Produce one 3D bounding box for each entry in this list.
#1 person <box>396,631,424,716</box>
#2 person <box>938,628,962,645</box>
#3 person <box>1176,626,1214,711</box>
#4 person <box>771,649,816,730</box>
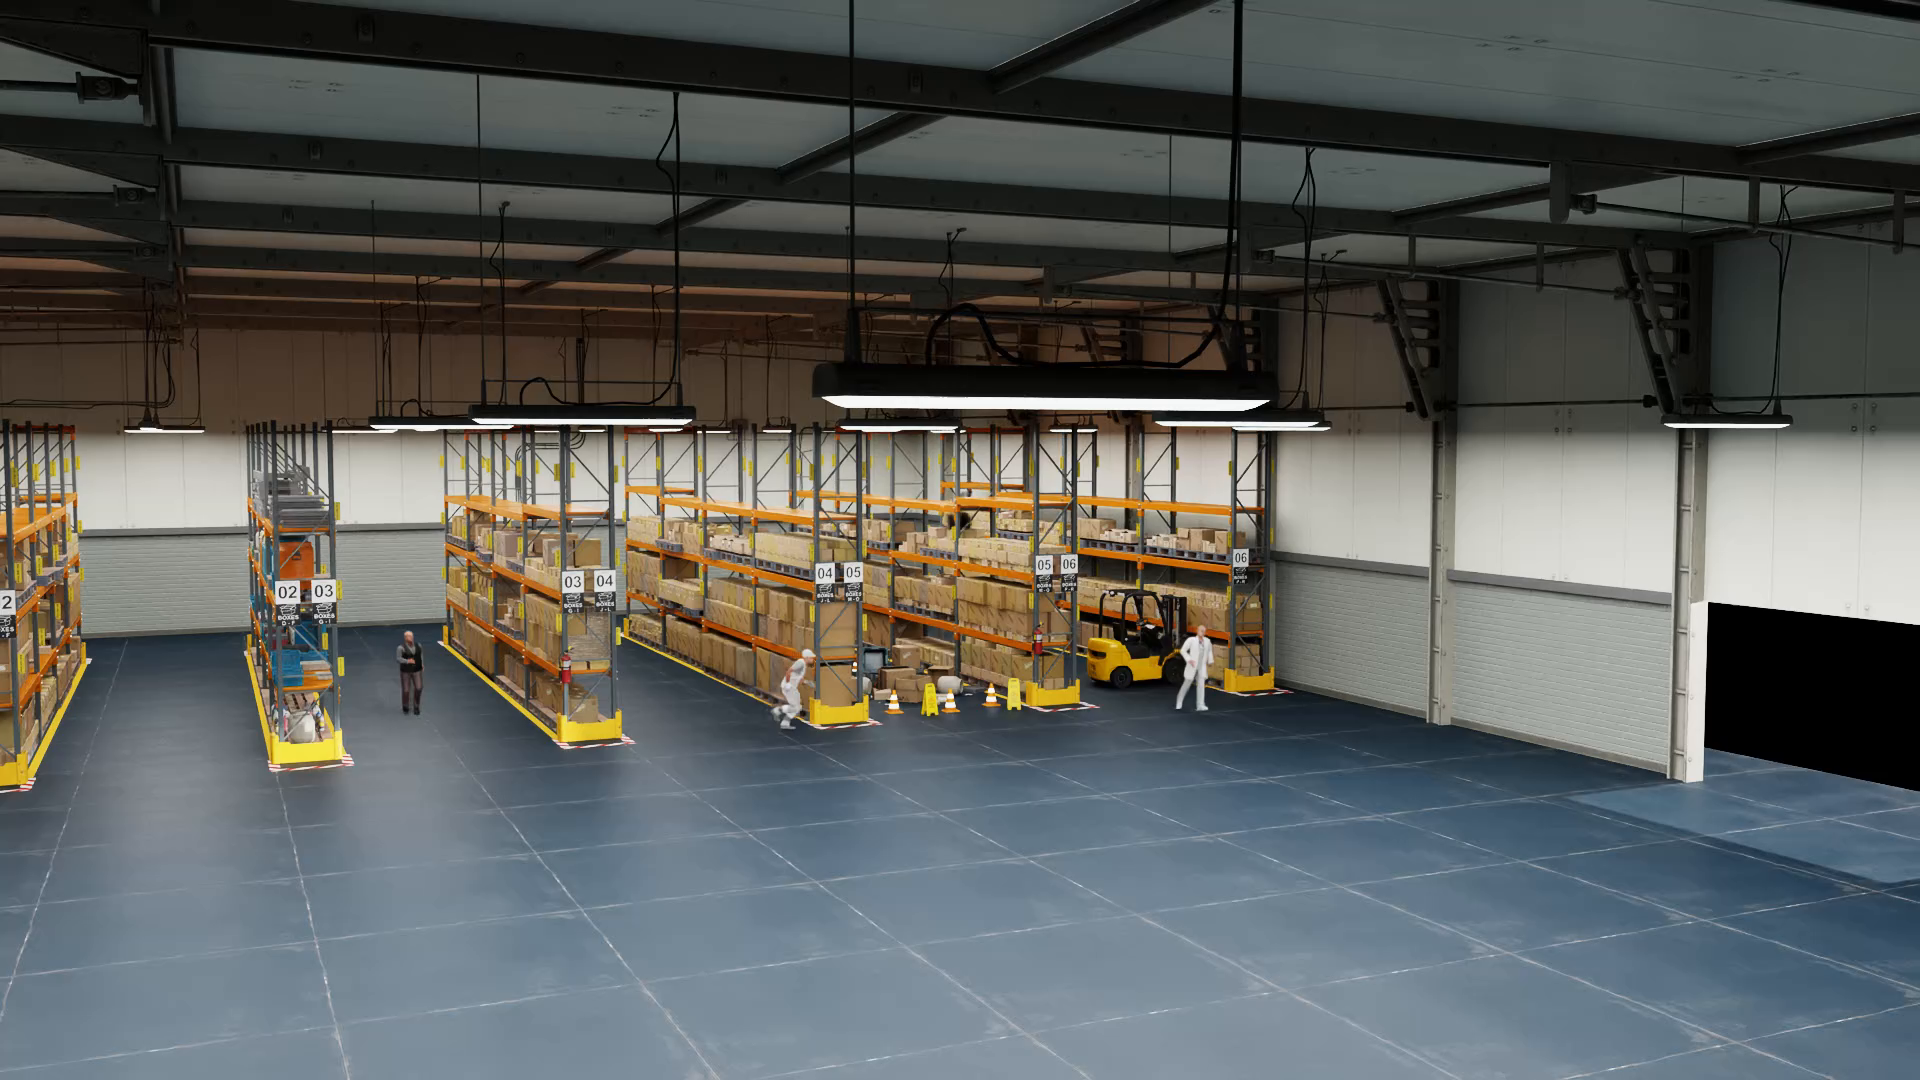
[{"bbox_3d":[-11.257,2.739,34.072,0.596,1.753,0.814,-2,4,-31],"label":"person"},{"bbox_3d":[-0.313,2.047,44.720,0.659,1.738,0.986,-3,4,-37],"label":"person"},{"bbox_3d":[4.936,2.655,34.401,0.747,1.771,1.068,-1,4,-16],"label":"person"},{"bbox_3d":[-3.247,2.916,32.359,0.913,1.586,0.688,1,4,8],"label":"person"}]
